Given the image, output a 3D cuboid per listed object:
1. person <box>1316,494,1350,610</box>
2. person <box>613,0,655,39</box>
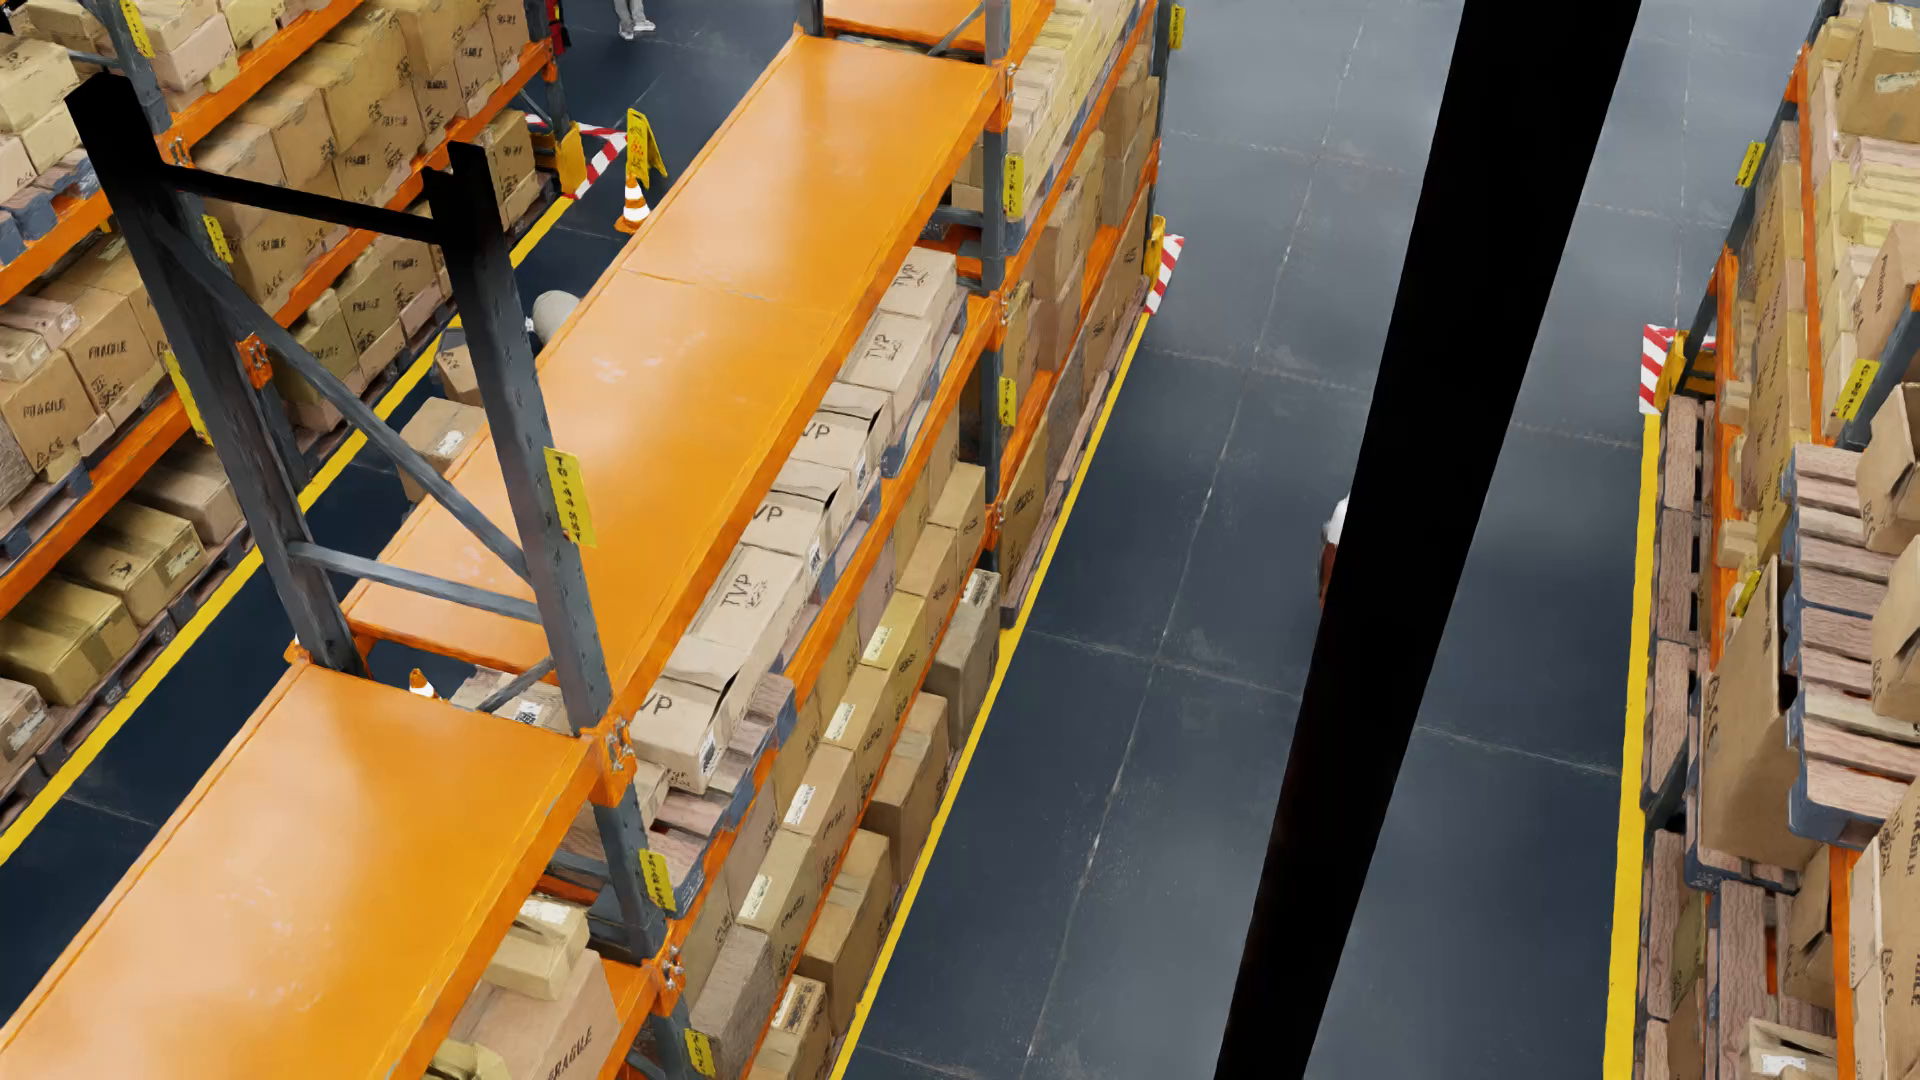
[{"bbox_3d":[2.397,0.145,9.776,0.569,1.681,1.043,7,46,6],"label":"person"},{"bbox_3d":[-3.143,-5.349,15.256,0.478,1.590,0.489,-15,47,-14],"label":"person"}]
